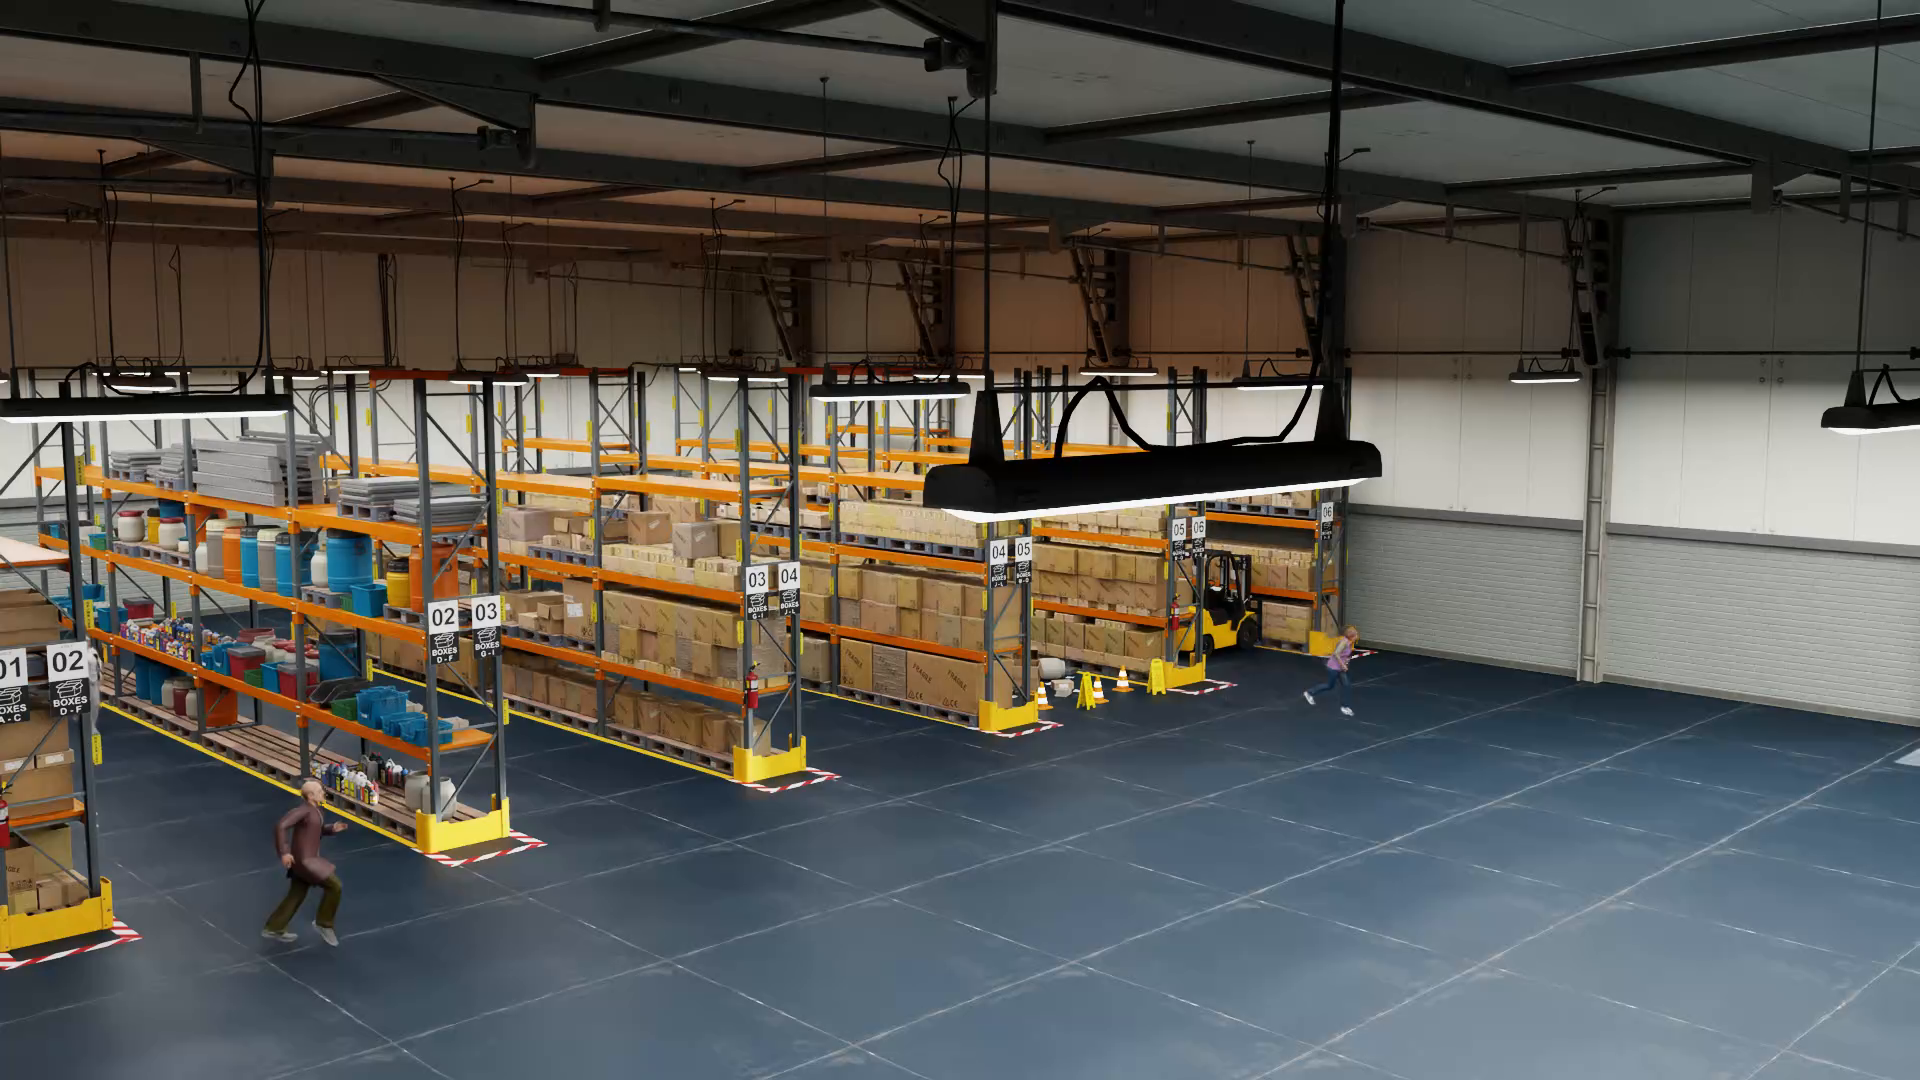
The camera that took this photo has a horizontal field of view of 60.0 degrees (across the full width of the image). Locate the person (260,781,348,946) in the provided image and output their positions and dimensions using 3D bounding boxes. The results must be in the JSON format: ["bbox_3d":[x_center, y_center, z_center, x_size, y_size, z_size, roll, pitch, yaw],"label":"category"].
[{"bbox_3d":[-6.983,3.467,17.698,0.913,1.814,0.742,-2,7,-15],"label":"person"}]

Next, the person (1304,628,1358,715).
[{"bbox_3d":[6.526,2.291,29.281,0.903,1.549,0.562,2,7,19],"label":"person"}]

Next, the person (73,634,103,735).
[{"bbox_3d":[-14.617,2.391,27.808,0.762,1.696,0.627,5,8,39],"label":"person"}]

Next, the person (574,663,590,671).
[{"bbox_3d":[-7.310,1.853,32.823,0.889,1.571,0.694,3,7,26],"label":"person"}]
